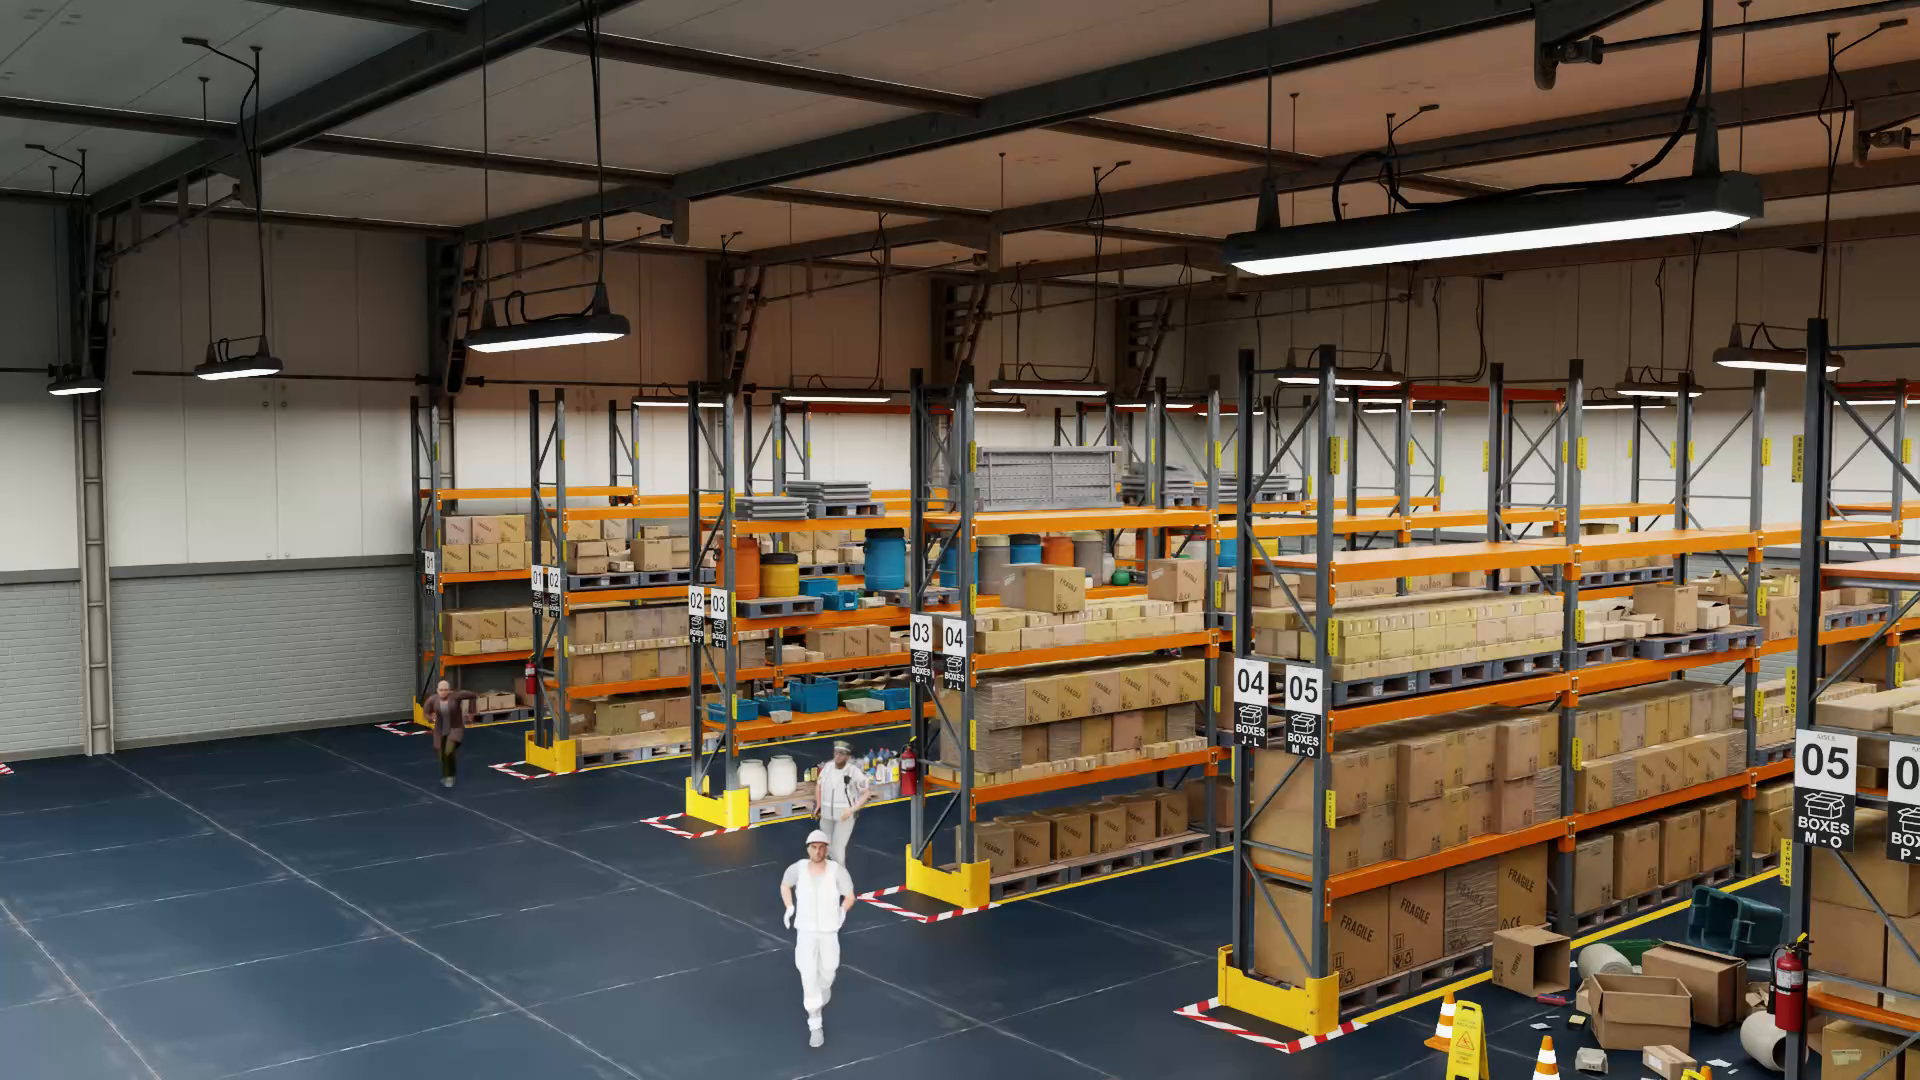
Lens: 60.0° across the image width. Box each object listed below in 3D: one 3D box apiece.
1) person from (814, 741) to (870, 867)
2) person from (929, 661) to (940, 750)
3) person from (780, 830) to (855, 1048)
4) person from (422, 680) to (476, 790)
[{"bbox_3d":[-1.373,3.161,19.234,0.687,1.730,0.686,1,4,17],"label":"person"},{"bbox_3d":[-0.494,2.699,27.461,0.813,1.729,0.605,-3,5,-42],"label":"person"},{"bbox_3d":[-1.250,3.422,14.553,0.656,1.786,0.883,0,3,-4],"label":"person"},{"bbox_3d":[-7.571,2.882,24.700,0.739,1.676,1.023,0,3,-5],"label":"person"}]
